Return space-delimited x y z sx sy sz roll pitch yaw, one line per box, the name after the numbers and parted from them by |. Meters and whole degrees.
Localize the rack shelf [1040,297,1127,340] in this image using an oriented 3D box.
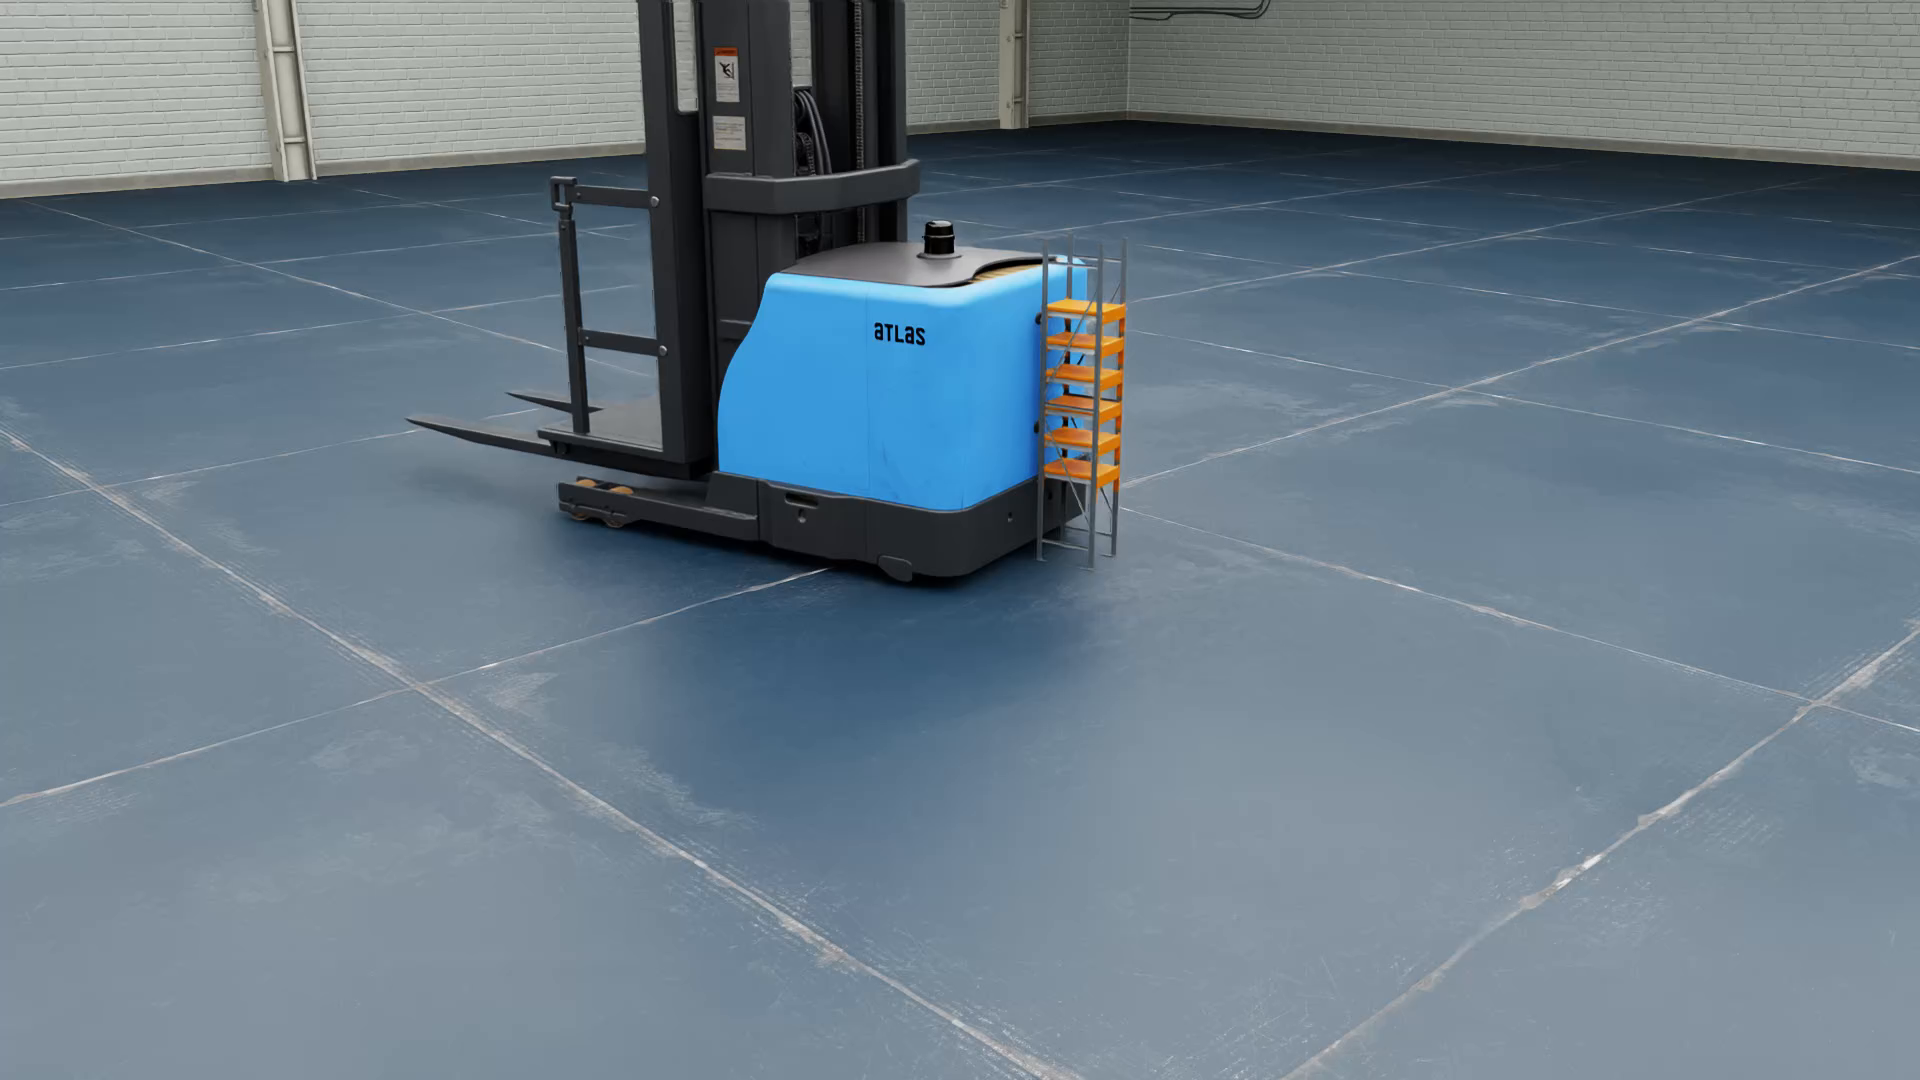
0.444 -0.797 5.973 0.258 0.103 0.180 11 21 30 | rack shelf

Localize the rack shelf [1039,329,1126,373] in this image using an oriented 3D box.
0.443 -0.683 6.010 0.258 0.103 0.180 11 21 30 | rack shelf

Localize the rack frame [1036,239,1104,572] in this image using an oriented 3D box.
0.393 -0.474 5.997 0.240 1.200 0.006 11 21 30 | rack frame

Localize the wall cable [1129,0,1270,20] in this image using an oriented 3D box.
3.935 -9.927 27.547 0.112 2.526 3.097 -16 24 -41 | wall cable

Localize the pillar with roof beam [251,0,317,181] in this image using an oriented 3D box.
-4.876 -7.569 15.238 0.400 9.000 9.100 -16 24 -41 | pillar with roof beam

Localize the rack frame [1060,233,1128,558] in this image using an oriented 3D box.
0.490 -0.522 6.145 0.240 1.200 0.006 11 21 30 | rack frame

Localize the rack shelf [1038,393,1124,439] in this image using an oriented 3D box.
0.441 -0.455 6.085 0.258 0.103 0.180 11 21 30 | rack shelf

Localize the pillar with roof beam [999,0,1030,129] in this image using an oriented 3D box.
3.844 -10.112 23.081 0.400 9.000 9.100 -16 24 -41 | pillar with roof beam

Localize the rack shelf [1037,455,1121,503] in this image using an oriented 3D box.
0.440 -0.227 6.160 0.258 0.103 0.180 11 21 30 | rack shelf

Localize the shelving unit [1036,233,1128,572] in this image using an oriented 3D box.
0.442 -0.498 6.071 0.258 1.200 0.189 11 21 30 | shelving unit

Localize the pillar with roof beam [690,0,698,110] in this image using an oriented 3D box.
-0.516 -8.840 19.160 0.400 9.000 9.100 -16 24 -41 | pillar with roof beam

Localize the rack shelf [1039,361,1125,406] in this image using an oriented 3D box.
0.442 -0.569 6.047 0.258 0.103 0.180 11 21 30 | rack shelf

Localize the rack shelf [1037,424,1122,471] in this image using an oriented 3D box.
0.441 -0.341 6.122 0.258 0.103 0.180 11 21 30 | rack shelf

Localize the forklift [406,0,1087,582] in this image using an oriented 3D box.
-1.023 -1.566 6.563 3.031 2.935 1.130 11 21 30 | forklift
